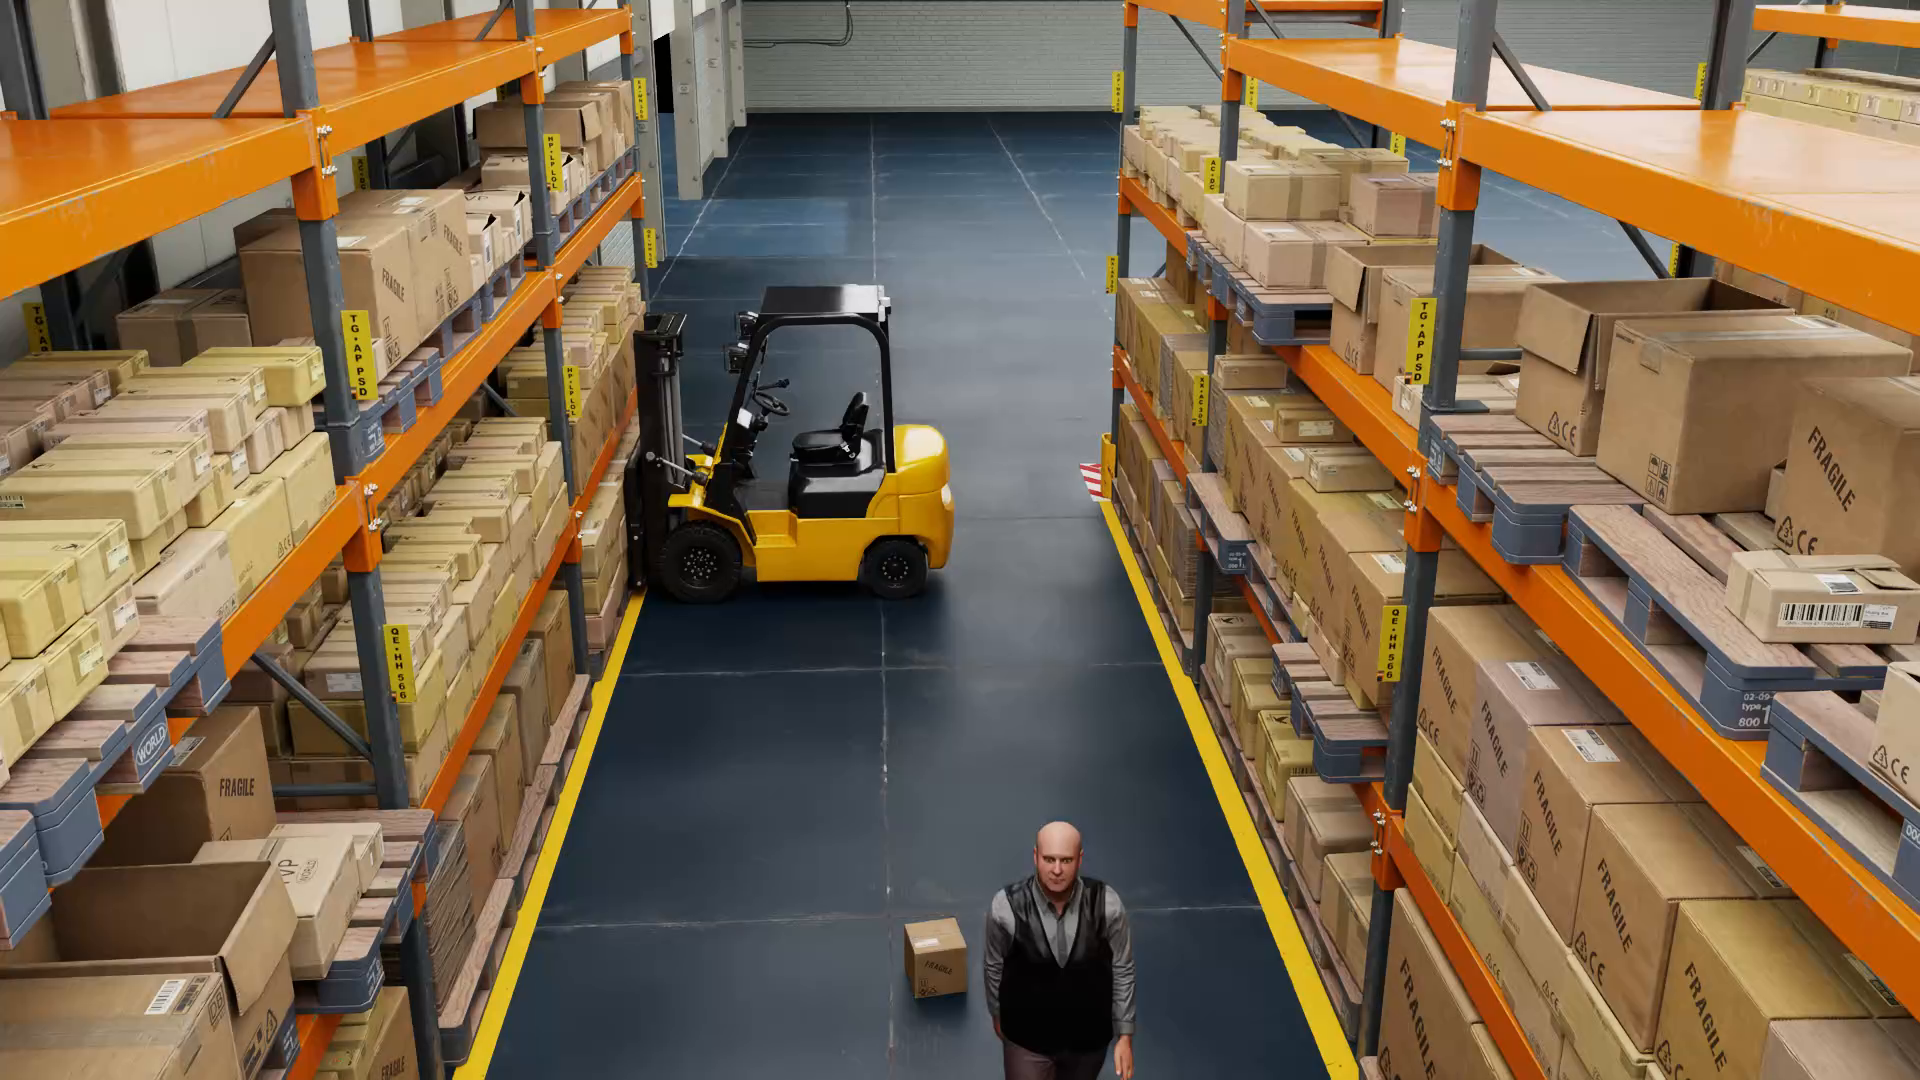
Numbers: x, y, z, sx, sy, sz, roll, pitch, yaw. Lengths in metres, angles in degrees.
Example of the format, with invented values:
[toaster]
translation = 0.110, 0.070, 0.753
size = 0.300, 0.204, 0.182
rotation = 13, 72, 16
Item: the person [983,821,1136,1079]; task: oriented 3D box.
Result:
[person]
translation = 0.378, 1.843, 6.080
size = 0.543, 1.665, 0.993
rotation = -2, 20, -6
